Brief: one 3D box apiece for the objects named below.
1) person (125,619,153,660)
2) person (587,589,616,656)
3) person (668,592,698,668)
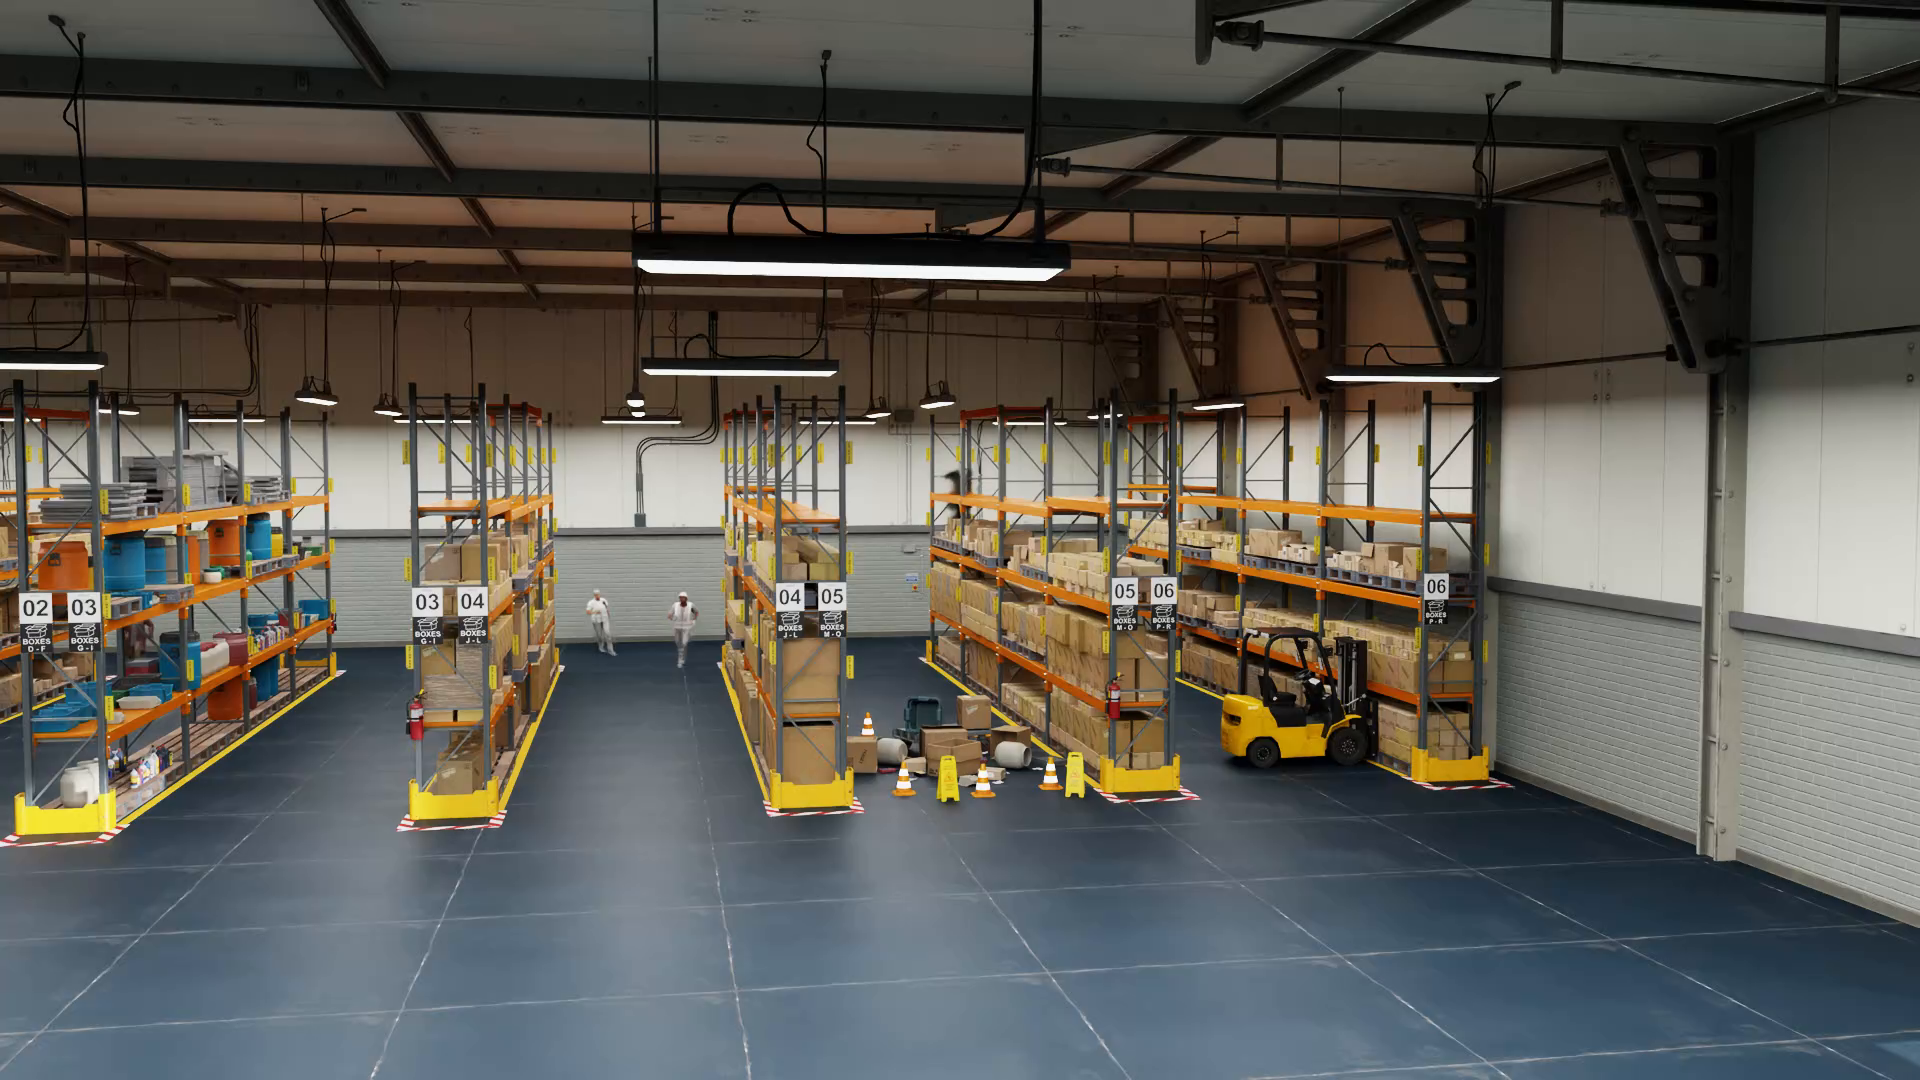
[{"bbox_3d":[-17.973,2.288,36.182,0.646,1.813,0.886,-1,3,-11],"label":"person"},{"bbox_3d":[-9.046,2.053,41.733,0.651,1.640,0.927,-1,3,-23],"label":"person"},{"bbox_3d":[-6.562,2.112,39.308,0.679,1.766,0.923,0,3,4],"label":"person"}]
